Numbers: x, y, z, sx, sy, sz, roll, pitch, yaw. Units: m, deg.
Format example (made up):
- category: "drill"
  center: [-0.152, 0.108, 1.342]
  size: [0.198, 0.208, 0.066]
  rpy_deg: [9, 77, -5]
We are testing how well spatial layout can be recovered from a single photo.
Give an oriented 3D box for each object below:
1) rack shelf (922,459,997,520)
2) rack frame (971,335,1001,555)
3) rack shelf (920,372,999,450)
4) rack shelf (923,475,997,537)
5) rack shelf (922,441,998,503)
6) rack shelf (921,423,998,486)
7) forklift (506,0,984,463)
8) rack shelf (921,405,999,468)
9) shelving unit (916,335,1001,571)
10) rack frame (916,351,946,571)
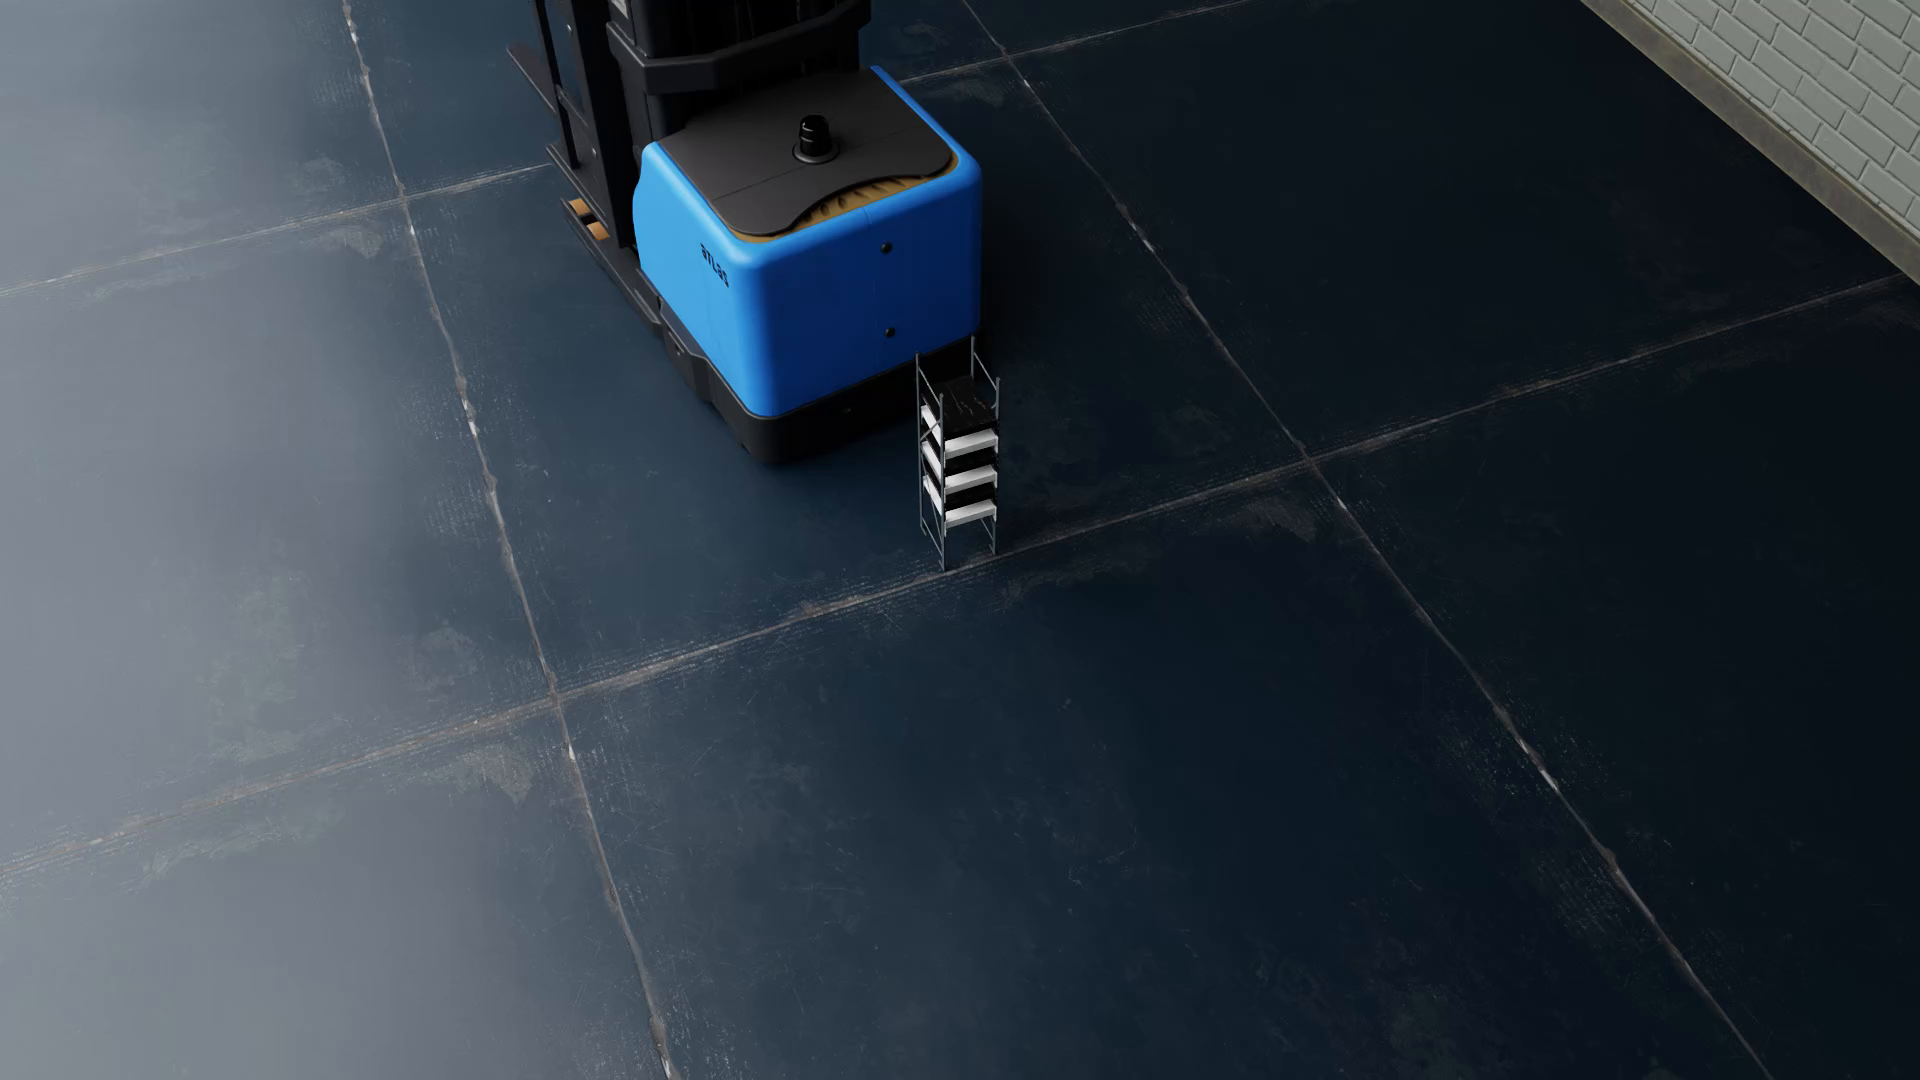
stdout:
- category: "rack shelf"
  center: [-0.008, -0.211, 6.000]
  size: [0.200, 0.077, 0.258]
  rpy_deg: [-17, 52, -14]
- category: "rack frame"
  center: [0.087, -0.320, 5.932]
  size: [0.006, 0.900, 0.240]
  rpy_deg: [-17, 52, -14]
- category: "rack shelf"
  center: [-0.008, -0.445, 5.727]
  size: [0.200, 0.077, 0.258]
  rpy_deg: [-17, 52, -14]
- category: "rack shelf"
  center: [-0.008, -0.152, 6.068]
  size: [0.200, 0.077, 0.258]
  rpy_deg: [-17, 52, -14]
- category: "rack shelf"
  center: [-0.008, -0.269, 5.932]
  size: [0.200, 0.077, 0.258]
  rpy_deg: [-17, 52, -14]
- category: "rack shelf"
  center: [-0.008, -0.328, 5.864]
  size: [0.200, 0.077, 0.258]
  rpy_deg: [-17, 52, -14]
- category: "forklift"
  center: [-1.106, -2.359, 6.343]
  size: [1.130, 2.935, 3.031]
  rpy_deg: [-25, 54, -20]
- category: "rack shelf"
  center: [-0.008, -0.386, 5.795]
  size: [0.200, 0.077, 0.258]
  rpy_deg: [-17, 52, -14]
- category: "shelving unit"
  center: [-0.008, -0.291, 5.907]
  size: [0.210, 0.900, 0.258]
  rpy_deg: [-17, 52, -14]
- category: "rack frame"
  center: [-0.102, -0.262, 5.882]
  size: [0.006, 0.900, 0.240]
  rpy_deg: [-17, 52, -14]
